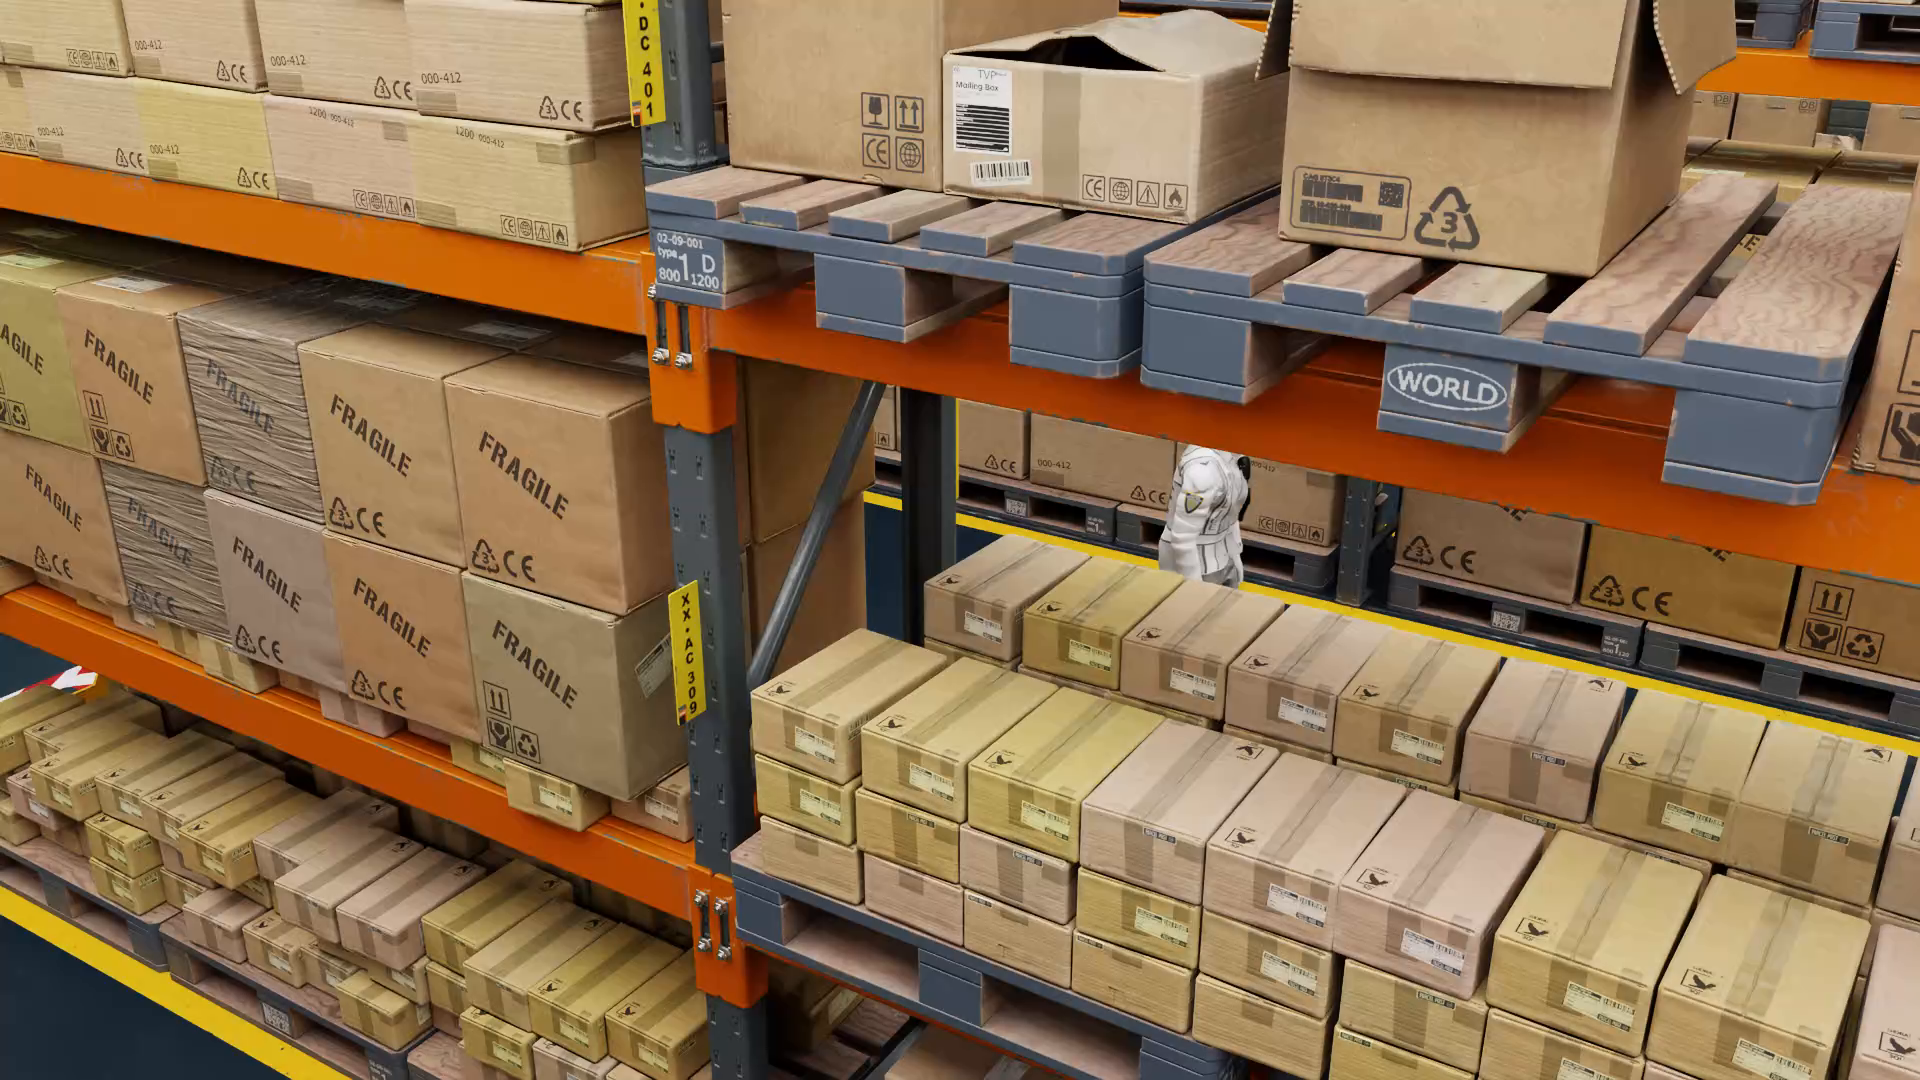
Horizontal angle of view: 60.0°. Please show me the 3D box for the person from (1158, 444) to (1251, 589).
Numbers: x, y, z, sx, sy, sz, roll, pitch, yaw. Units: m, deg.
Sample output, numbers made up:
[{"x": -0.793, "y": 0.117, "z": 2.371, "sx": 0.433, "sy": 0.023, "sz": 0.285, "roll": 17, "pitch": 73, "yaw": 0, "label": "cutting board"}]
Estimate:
[{"x": 1.007, "y": 0.140, "z": 6.764, "sx": 0.371, "sy": 1.666, "sz": 0.544, "roll": 13, "pitch": 26, "yaw": 27, "label": "person"}]
